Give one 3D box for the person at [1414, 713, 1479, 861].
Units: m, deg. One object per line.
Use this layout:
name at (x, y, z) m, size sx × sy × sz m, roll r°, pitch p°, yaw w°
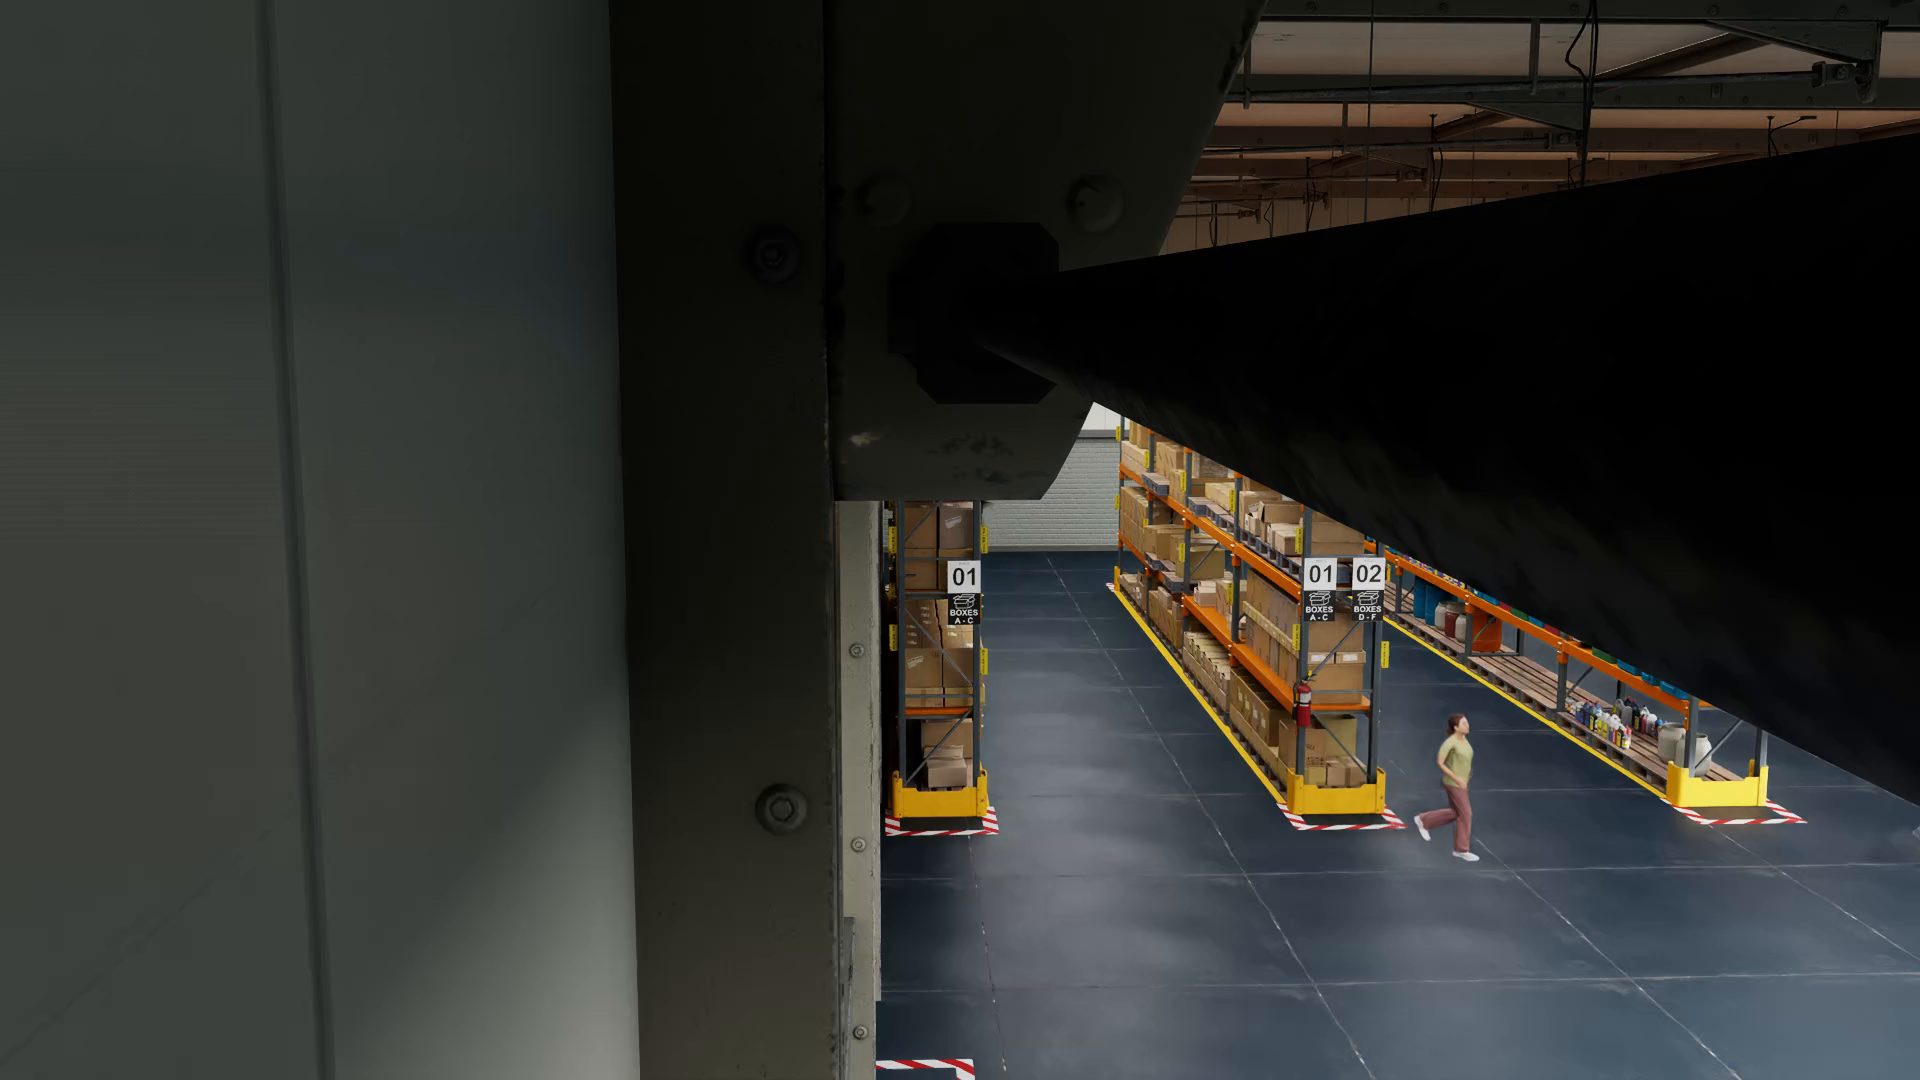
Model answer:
person at (5.531, 2.751, 18.789) m, size 0.760 × 1.665 × 0.593 m, roll 6°, pitch 10°, yaw 36°
